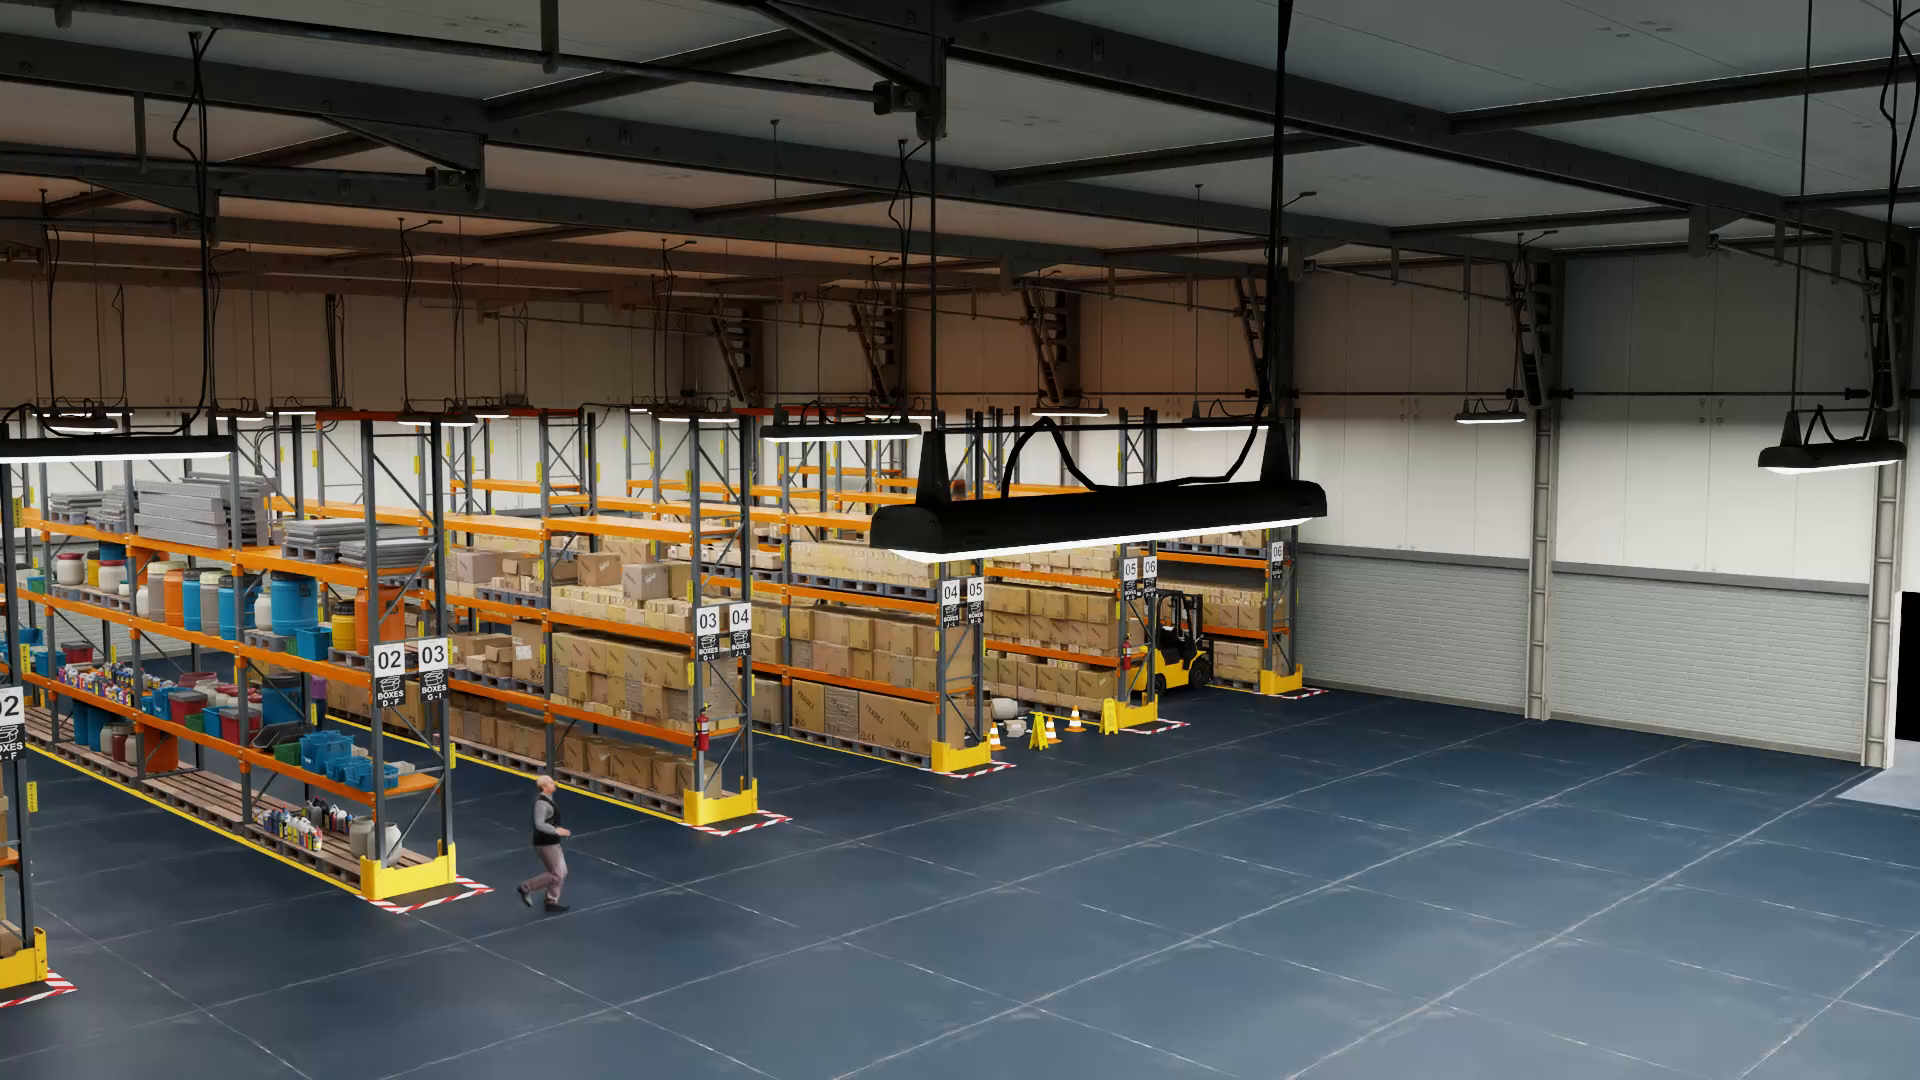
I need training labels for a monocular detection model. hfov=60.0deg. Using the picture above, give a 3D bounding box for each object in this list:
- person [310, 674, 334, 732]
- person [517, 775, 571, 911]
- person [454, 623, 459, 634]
[{"bbox_3d":[-11.798,2.881,30.347,0.680,1.562,0.525,4,6,38],"label":"person"},{"bbox_3d":[-5.073,3.696,20.280,0.655,1.681,0.654,-1,5,-12],"label":"person"},{"bbox_3d":[-10.393,2.458,33.806,0.862,1.758,0.707,4,7,39],"label":"person"}]
